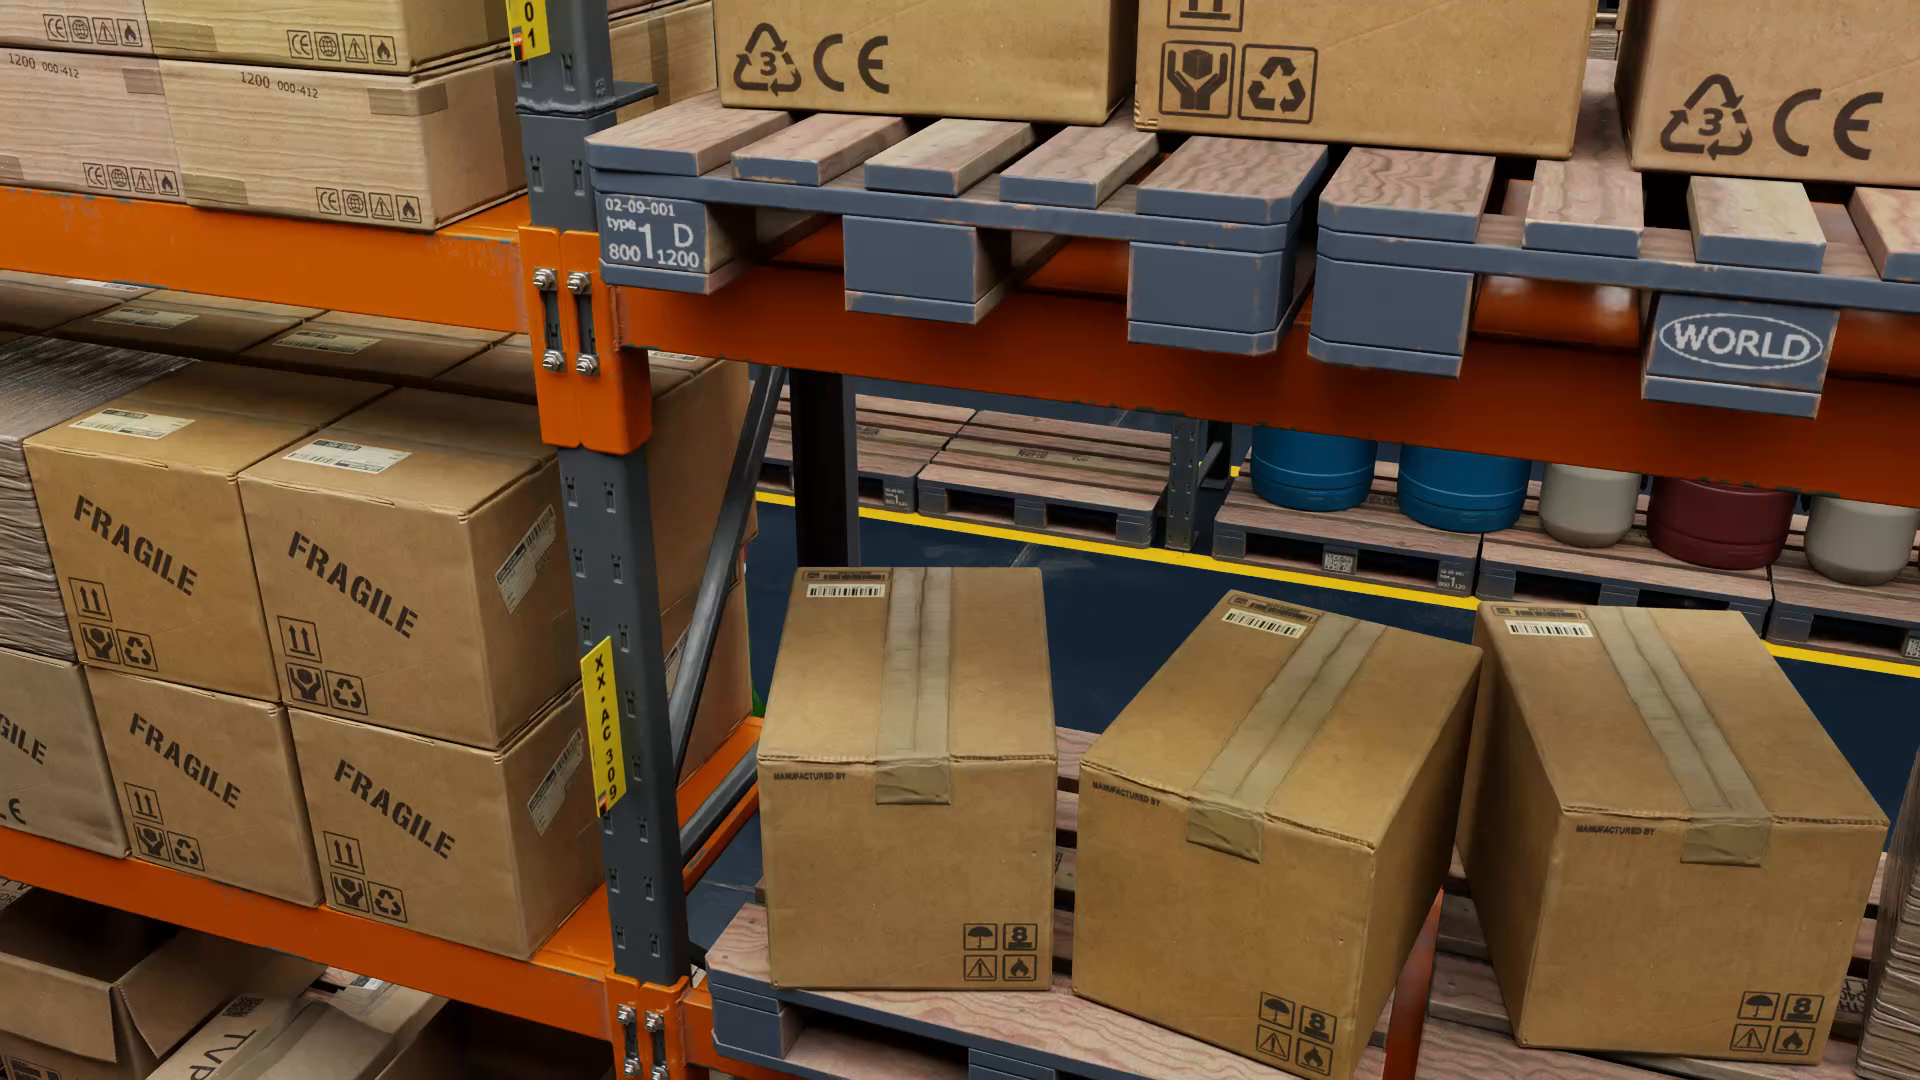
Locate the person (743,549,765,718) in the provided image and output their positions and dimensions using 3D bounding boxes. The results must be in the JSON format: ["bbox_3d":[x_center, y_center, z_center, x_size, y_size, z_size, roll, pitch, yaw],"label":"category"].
[{"bbox_3d":[-1.051,0.155,5.744,0.606,1.777,0.608,23,34,39],"label":"person"}]
